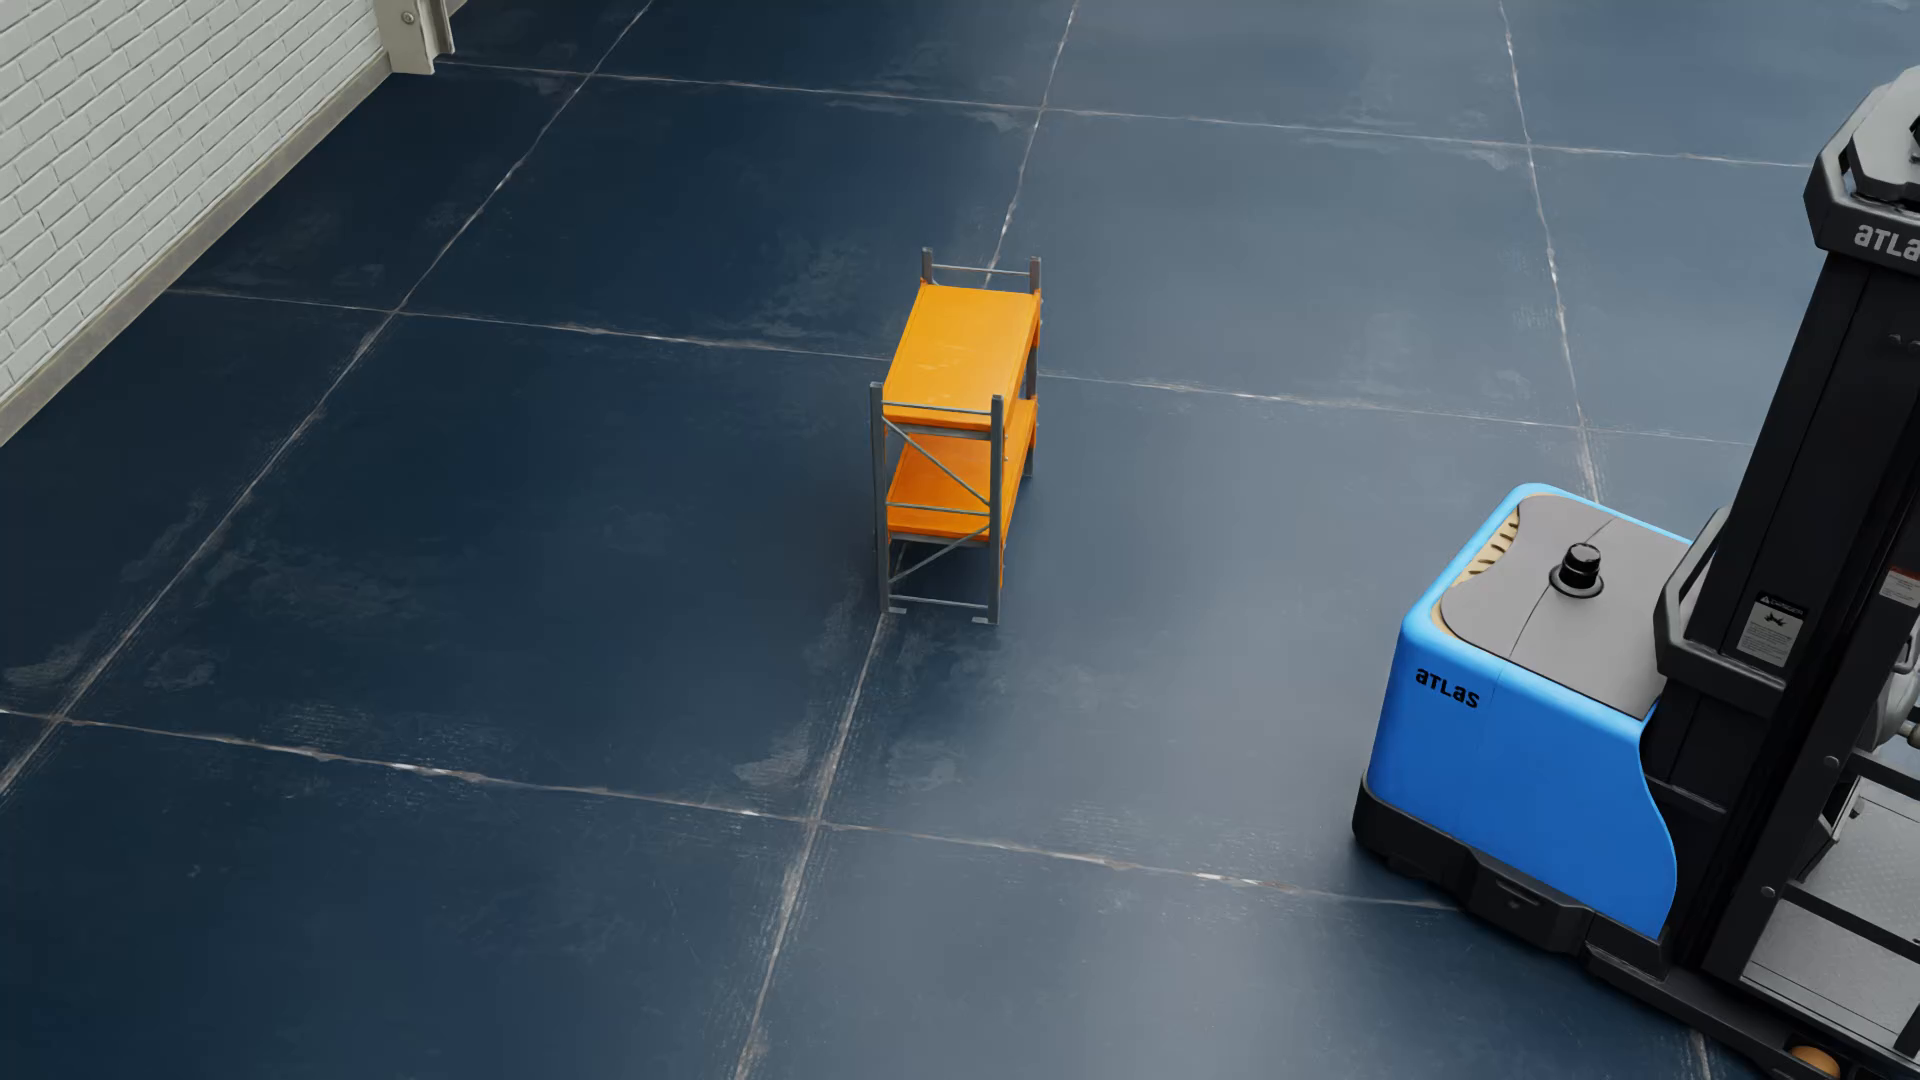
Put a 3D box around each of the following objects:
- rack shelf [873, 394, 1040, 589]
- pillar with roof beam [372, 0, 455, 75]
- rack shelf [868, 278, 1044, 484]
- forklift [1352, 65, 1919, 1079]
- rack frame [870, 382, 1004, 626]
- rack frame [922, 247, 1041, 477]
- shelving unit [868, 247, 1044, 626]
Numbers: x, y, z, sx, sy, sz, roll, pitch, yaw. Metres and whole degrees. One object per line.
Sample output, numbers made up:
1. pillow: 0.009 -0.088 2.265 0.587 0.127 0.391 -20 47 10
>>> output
1. rack shelf: 0.001 -0.249 7.053 0.538 0.278 1.000 6 40 8
2. pillar with roof beam: 0.640 -6.199 7.686 9.100 9.000 0.400 6 40 8
3. rack shelf: 0.001 -0.663 6.710 0.538 0.278 1.000 6 40 8
4. forklift: 2.864 0.292 4.597 3.031 2.935 1.130 26 46 28
5. rack frame: -0.087 -0.119 6.511 0.500 1.125 0.032 6 40 8
6. rack frame: 0.089 -0.757 7.283 0.500 1.125 0.032 6 40 8
7. shelving unit: 0.001 -0.438 6.897 0.538 1.125 1.048 6 40 8
